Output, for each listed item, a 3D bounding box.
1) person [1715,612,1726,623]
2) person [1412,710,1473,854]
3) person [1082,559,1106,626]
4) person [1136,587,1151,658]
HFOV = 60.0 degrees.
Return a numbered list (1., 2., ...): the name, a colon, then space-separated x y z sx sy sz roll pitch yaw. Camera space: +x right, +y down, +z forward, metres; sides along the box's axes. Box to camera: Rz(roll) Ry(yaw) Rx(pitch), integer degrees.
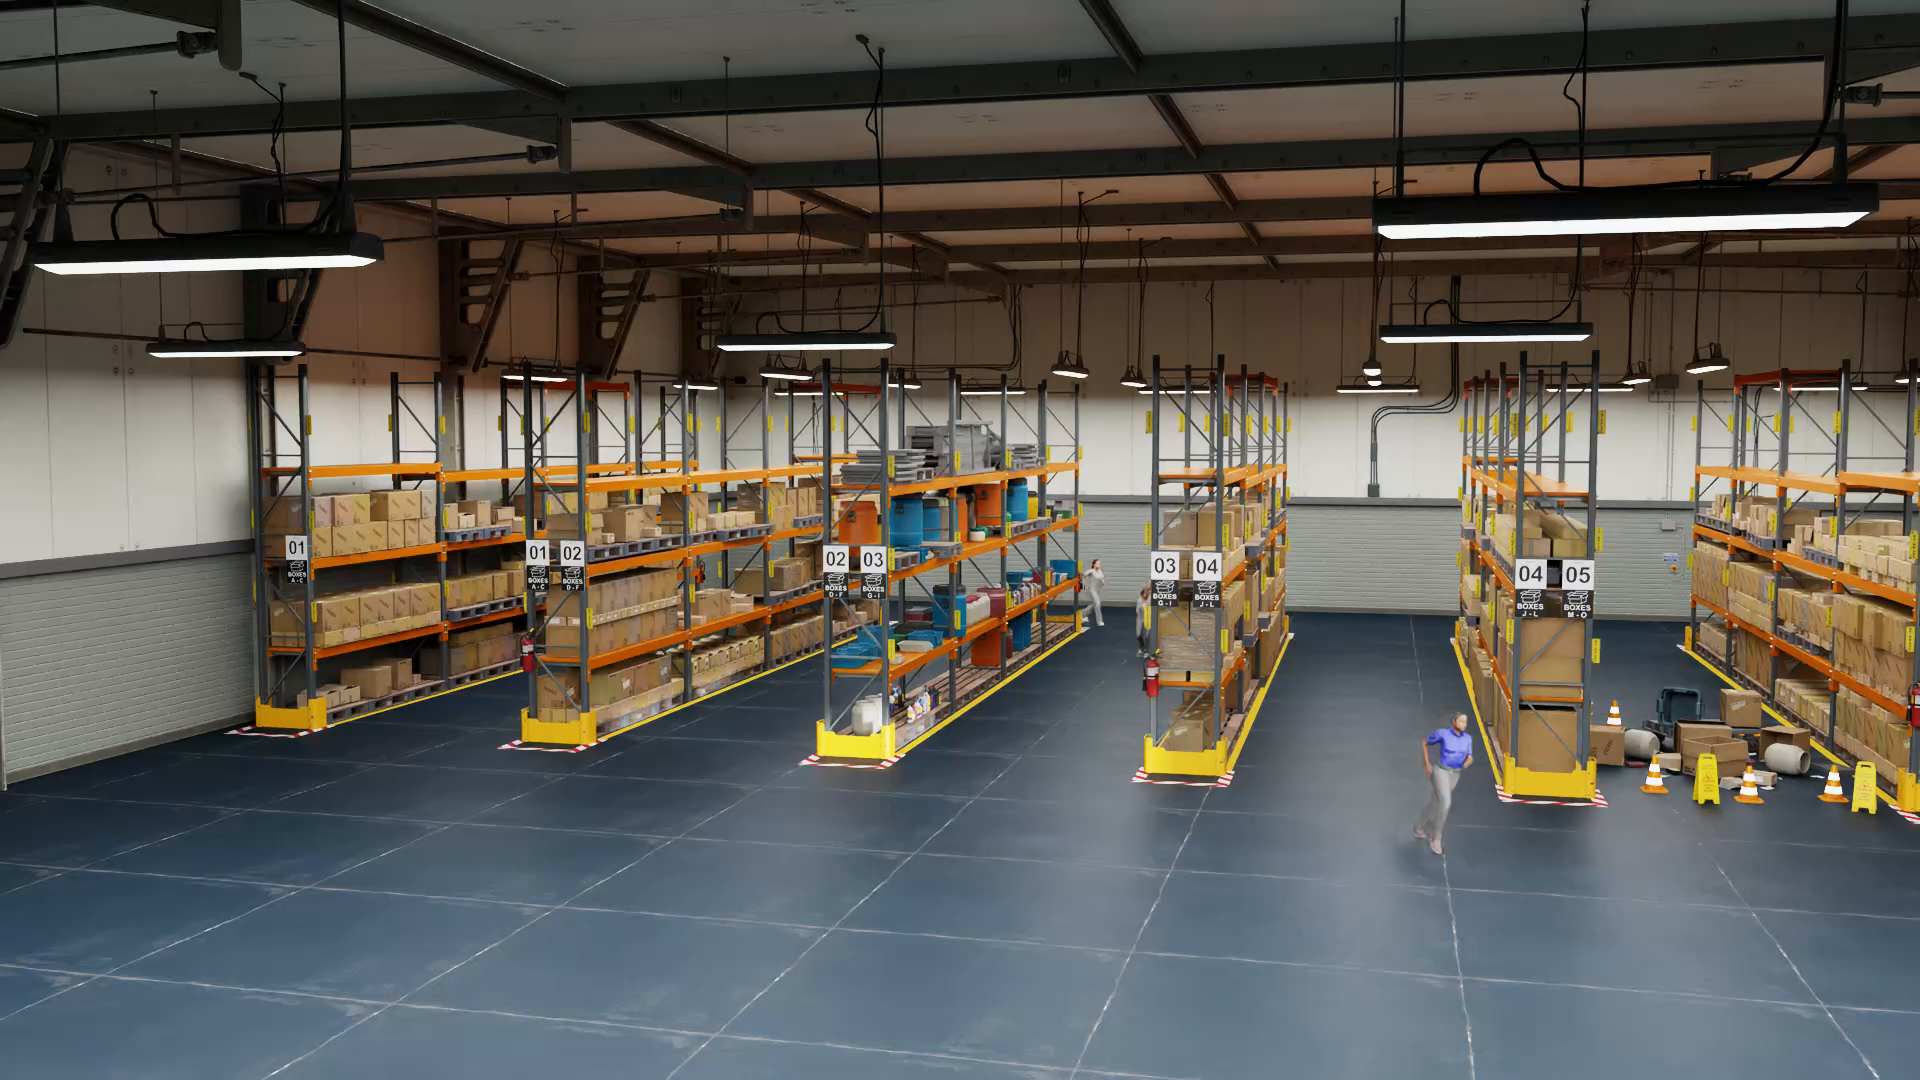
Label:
1. person: 17.502 1.569 37.899 0.900 1.674 0.664 0 4 -5
2. person: 5.704 2.816 19.716 0.703 1.614 0.782 -2 4 -23
3. person: 3.374 1.291 41.607 0.586 1.643 0.930 -4 5 -44
4. person: 3.962 1.778 35.514 0.519 1.531 0.763 1 4 17
